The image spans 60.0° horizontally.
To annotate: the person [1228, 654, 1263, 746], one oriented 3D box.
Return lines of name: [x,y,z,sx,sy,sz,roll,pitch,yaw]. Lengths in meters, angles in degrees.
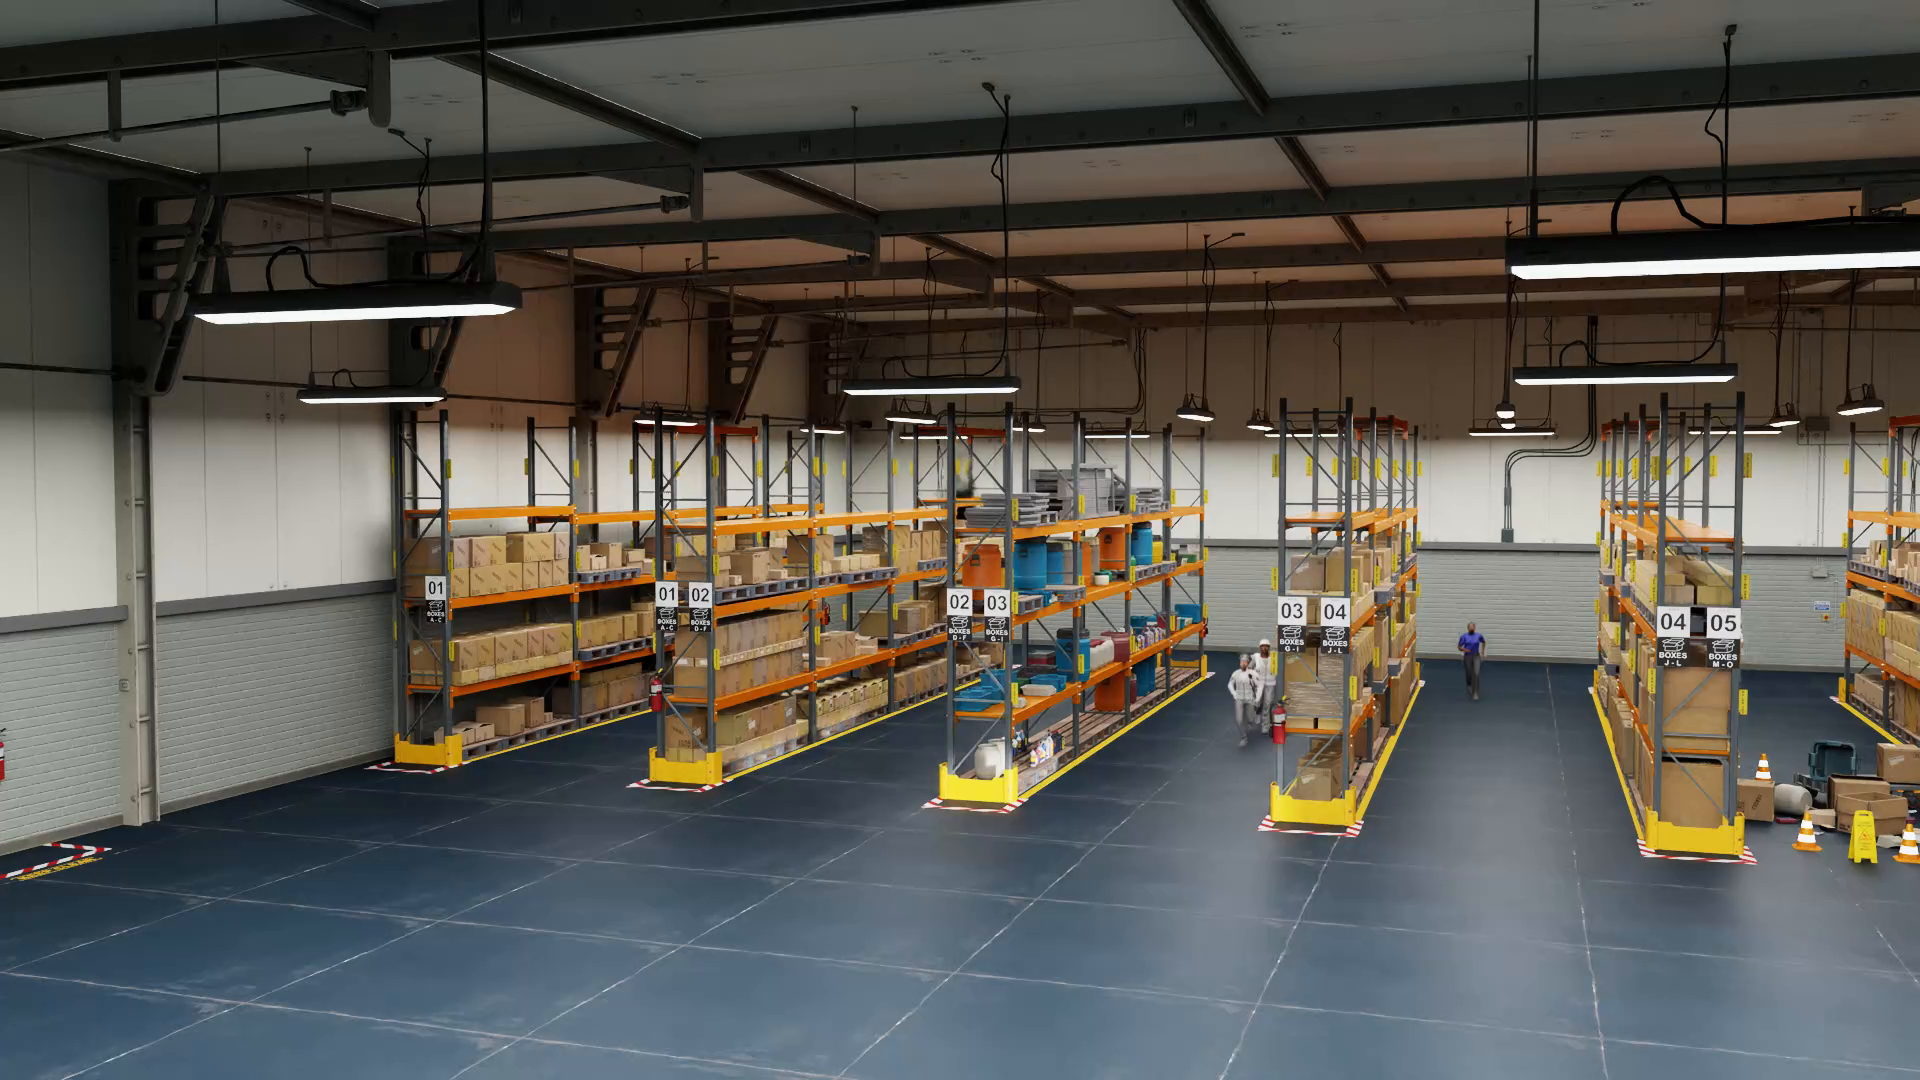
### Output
person: [5.192,2.894,30.281,0.639,1.650,0.608,1,3,13]

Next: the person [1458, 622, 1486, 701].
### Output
person: [11.171,2.618,36.309,0.593,1.661,0.934,1,3,15]

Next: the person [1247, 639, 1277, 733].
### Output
person: [5.784,2.758,31.621,0.692,1.758,0.832,0,2,6]
